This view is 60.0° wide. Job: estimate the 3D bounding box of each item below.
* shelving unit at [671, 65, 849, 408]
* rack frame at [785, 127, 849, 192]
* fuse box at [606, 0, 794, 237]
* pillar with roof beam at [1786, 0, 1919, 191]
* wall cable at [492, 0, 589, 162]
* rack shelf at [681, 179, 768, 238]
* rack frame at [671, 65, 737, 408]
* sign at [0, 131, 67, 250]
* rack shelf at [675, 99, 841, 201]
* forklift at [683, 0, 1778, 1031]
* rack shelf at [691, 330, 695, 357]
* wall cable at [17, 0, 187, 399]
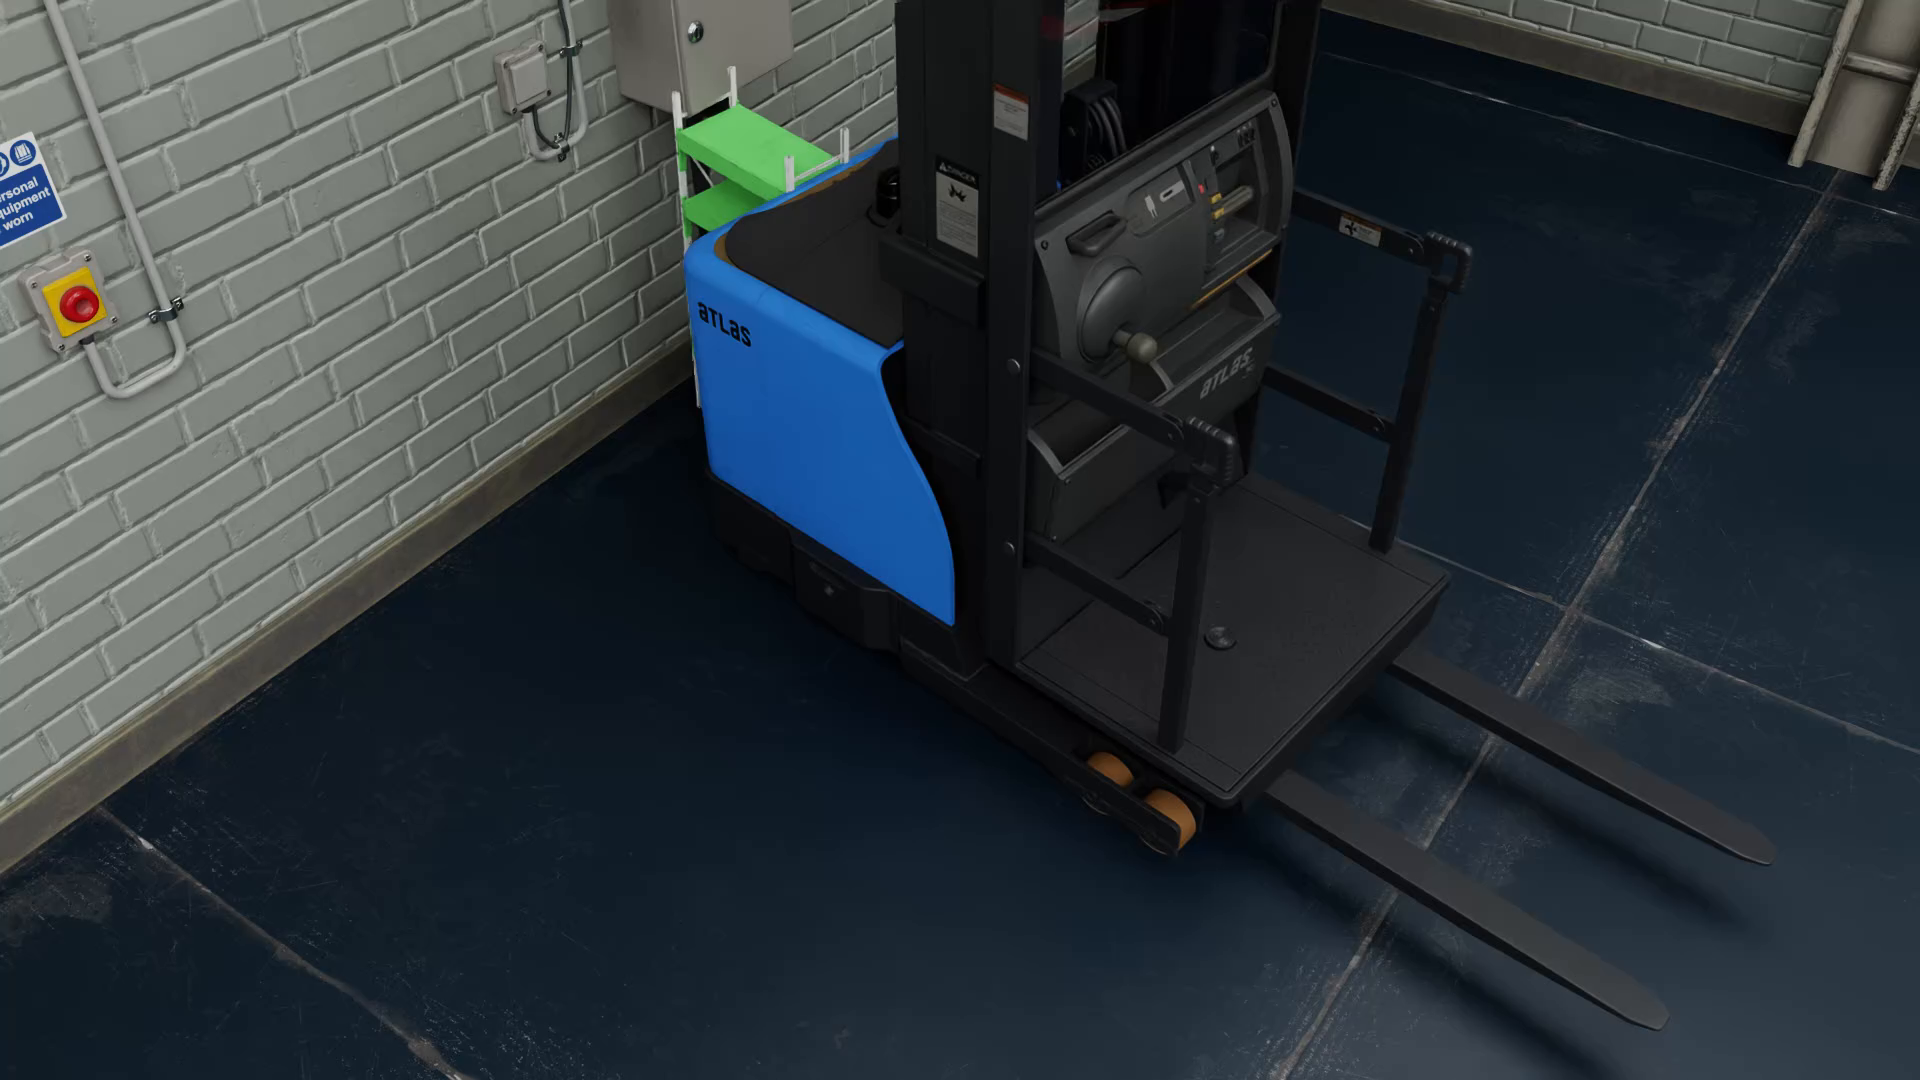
[{"bbox_3d":[-0.614,-0.825,5.274,0.503,1.200,0.258,34,52,28],"label":"shelving unit"},{"bbox_3d":[-0.435,-0.704,5.162,0.015,1.200,0.240,34,52,28],"label":"rack frame"},{"bbox_3d":[-0.719,-1.237,5.349,0.414,1.711,0.539,25,48,25],"label":"fuse box"},{"bbox_3d":[1.270,-2.601,1.408,0.400,9.000,9.100,25,48,25],"label":"pillar with roof beam"},{"bbox_3d":[-1.240,-1.784,4.232,0.122,1.984,0.588,25,48,25],"label":"wall cable"},{"bbox_3d":[-0.606,-0.951,5.152,0.480,0.148,0.258,34,52,28],"label":"rack shelf"},{"bbox_3d":[-0.793,-0.946,5.387,0.015,1.200,0.240,34,52,28],"label":"rack frame"},{"bbox_3d":[-2.123,-0.724,3.607,0.001,0.218,0.327,25,48,25],"label":"sign"},{"bbox_3d":[-0.595,-1.123,4.985,0.480,0.148,0.258,34,52,28],"label":"rack shelf"},{"bbox_3d":[0.655,-0.675,3.806,3.031,2.935,1.130,31,50,30],"label":"forklift"},{"bbox_3d":[-0.628,-0.607,5.486,0.480,0.148,0.258,34,52,28],"label":"rack shelf"},{"bbox_3d":[-2.045,-1.016,3.351,0.123,1.953,0.585,25,48,25],"label":"wall cable"}]
